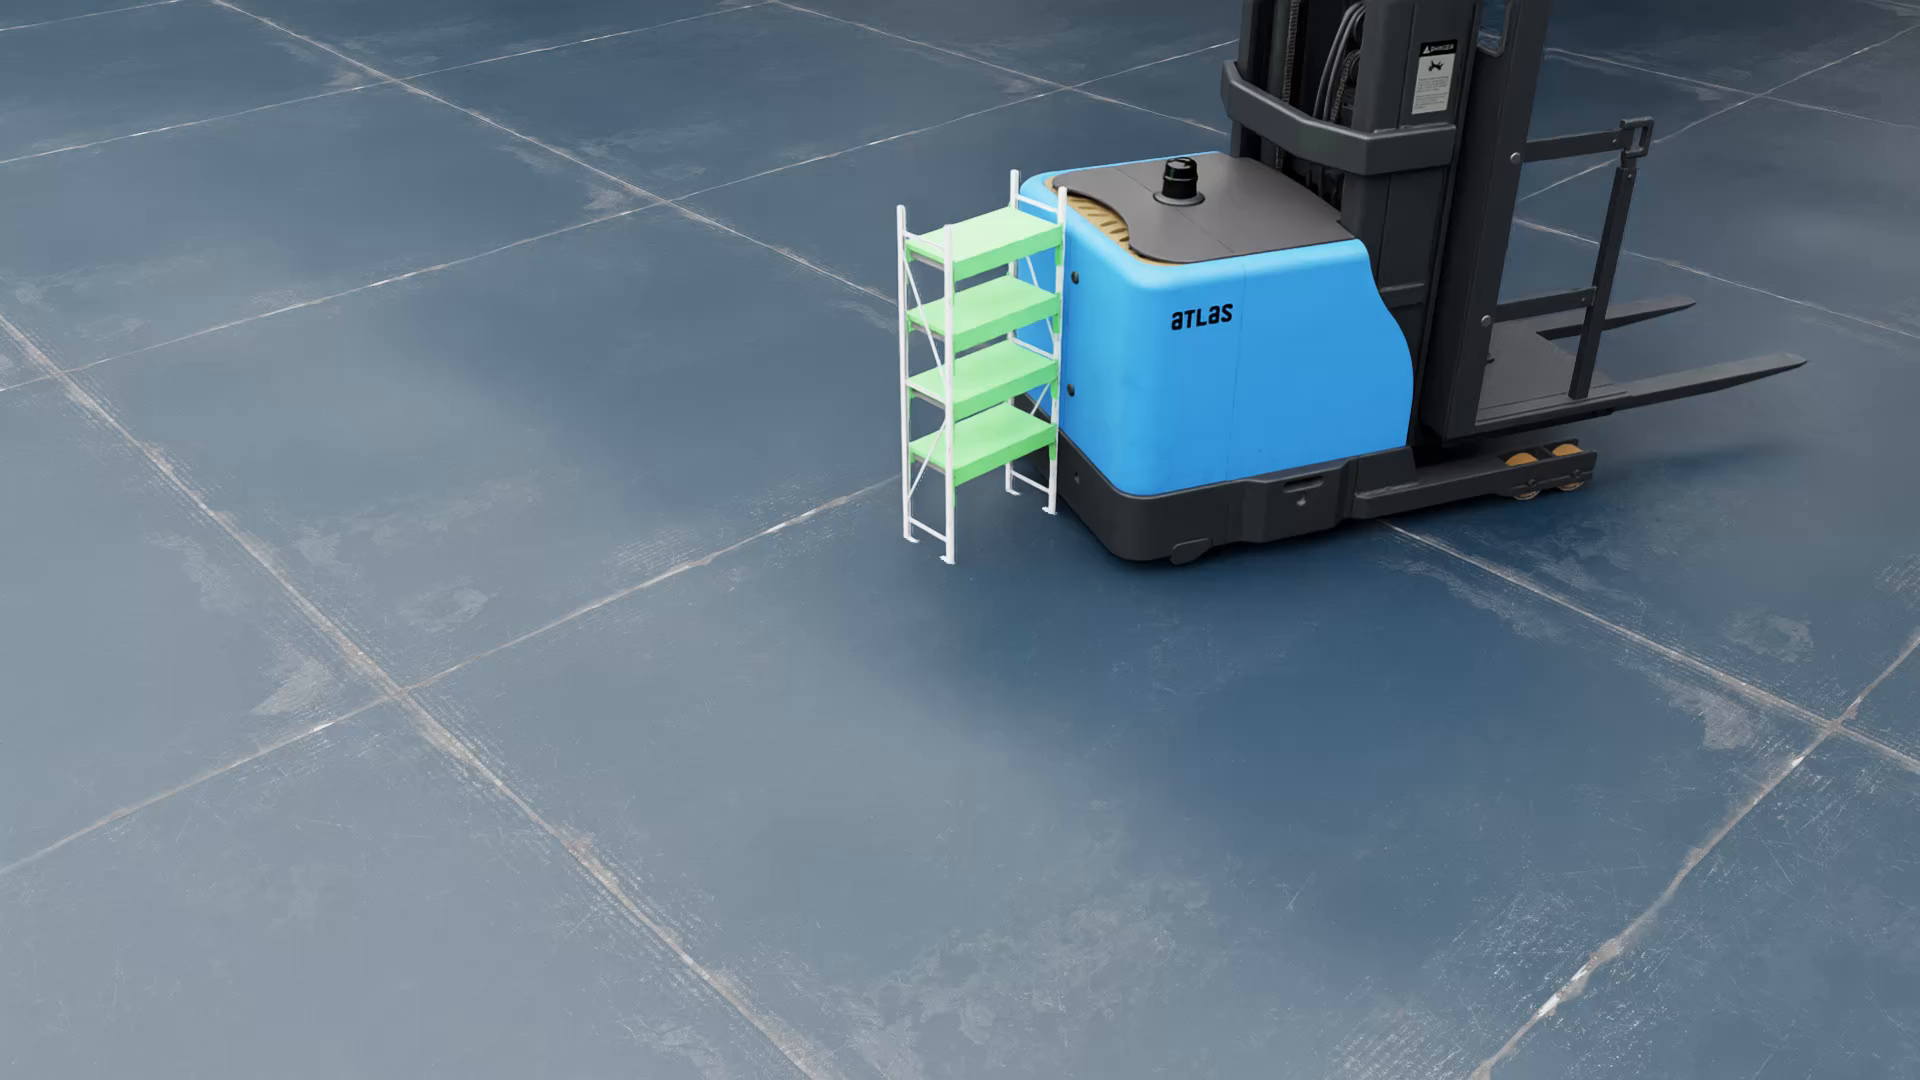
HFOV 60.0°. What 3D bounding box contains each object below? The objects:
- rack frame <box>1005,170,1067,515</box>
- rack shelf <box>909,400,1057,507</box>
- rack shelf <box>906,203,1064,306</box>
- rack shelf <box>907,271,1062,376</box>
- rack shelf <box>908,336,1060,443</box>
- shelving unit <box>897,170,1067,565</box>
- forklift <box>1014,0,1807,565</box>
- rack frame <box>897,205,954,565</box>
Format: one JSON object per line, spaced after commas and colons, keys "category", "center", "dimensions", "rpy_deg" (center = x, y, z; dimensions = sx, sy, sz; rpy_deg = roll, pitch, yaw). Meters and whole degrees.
{"category": "rack frame", "center": [0.252, -0.648, 5.659], "dimensions": [0.015, 1.200, 0.240], "rpy_deg": [-26, 40, -35]}
{"category": "rack shelf", "center": [0.072, -0.302, 5.677], "dimensions": [0.480, 0.148, 0.258], "rpy_deg": [-26, 40, -35]}
{"category": "rack shelf", "center": [0.072, -0.917, 5.301], "dimensions": [0.480, 0.148, 0.258], "rpy_deg": [-26, 40, -35]}
{"category": "rack shelf", "center": [0.072, -0.712, 5.427], "dimensions": [0.480, 0.148, 0.258], "rpy_deg": [-26, 40, -35]}
{"category": "rack shelf", "center": [0.072, -0.507, 5.552], "dimensions": [0.480, 0.148, 0.258], "rpy_deg": [-26, 40, -35]}
{"category": "shelving unit", "center": [0.072, -0.562, 5.518], "dimensions": [0.503, 1.200, 0.258], "rpy_deg": [-26, 40, -35]}
{"category": "forklift", "center": [1.763, -1.639, 5.621], "dimensions": [3.031, 2.935, 1.130], "rpy_deg": [-11, 33, -18]}
{"category": "rack frame", "center": [-0.108, -0.476, 5.378], "dimensions": [0.015, 1.200, 0.240], "rpy_deg": [-26, 40, -35]}
